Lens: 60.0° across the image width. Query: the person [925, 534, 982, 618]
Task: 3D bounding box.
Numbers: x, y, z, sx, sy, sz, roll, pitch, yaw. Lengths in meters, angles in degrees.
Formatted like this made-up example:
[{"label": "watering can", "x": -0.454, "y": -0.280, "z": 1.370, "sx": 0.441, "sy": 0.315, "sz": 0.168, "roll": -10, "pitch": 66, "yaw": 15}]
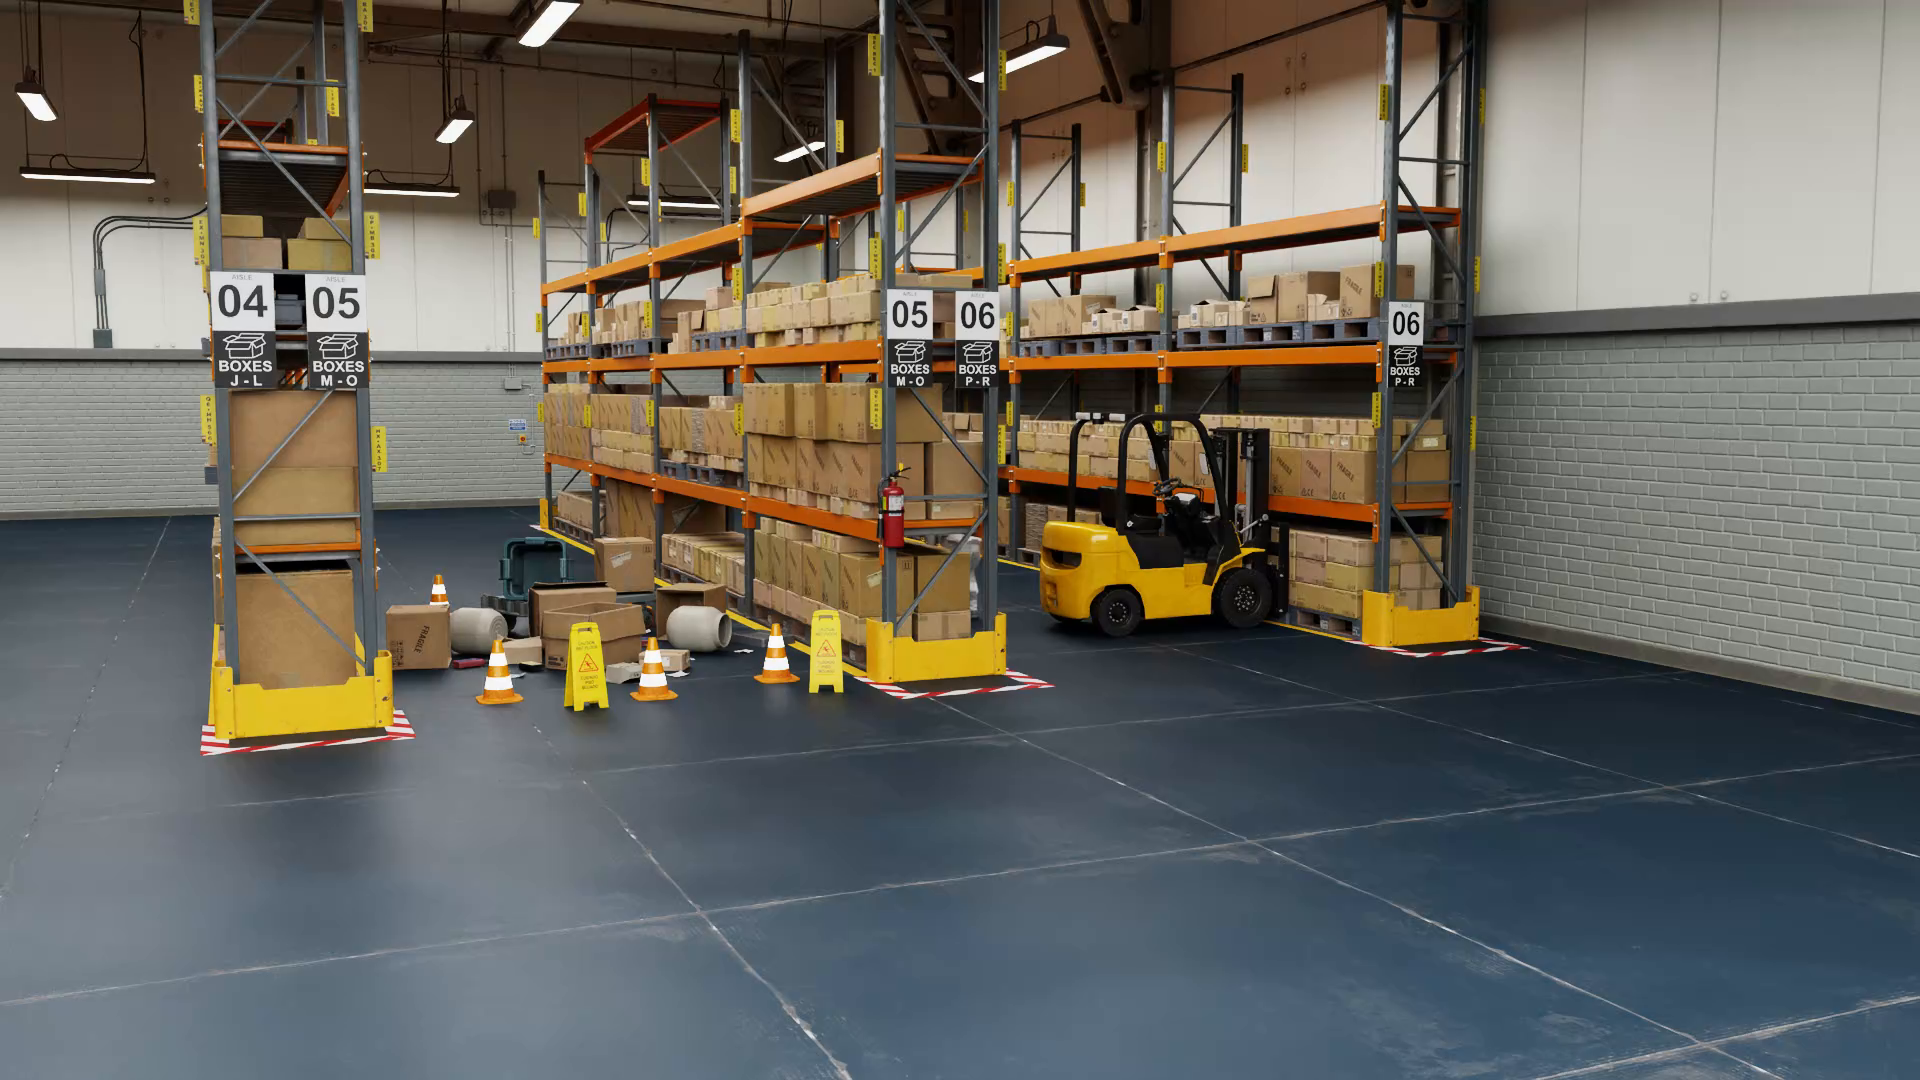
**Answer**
[{"label": "person", "x": -0.106, "y": 0.213, "z": 17.584, "sx": 0.523, "sy": 1.173, "sz": 0.945, "roll": -3, "pitch": 6, "yaw": -28}]
